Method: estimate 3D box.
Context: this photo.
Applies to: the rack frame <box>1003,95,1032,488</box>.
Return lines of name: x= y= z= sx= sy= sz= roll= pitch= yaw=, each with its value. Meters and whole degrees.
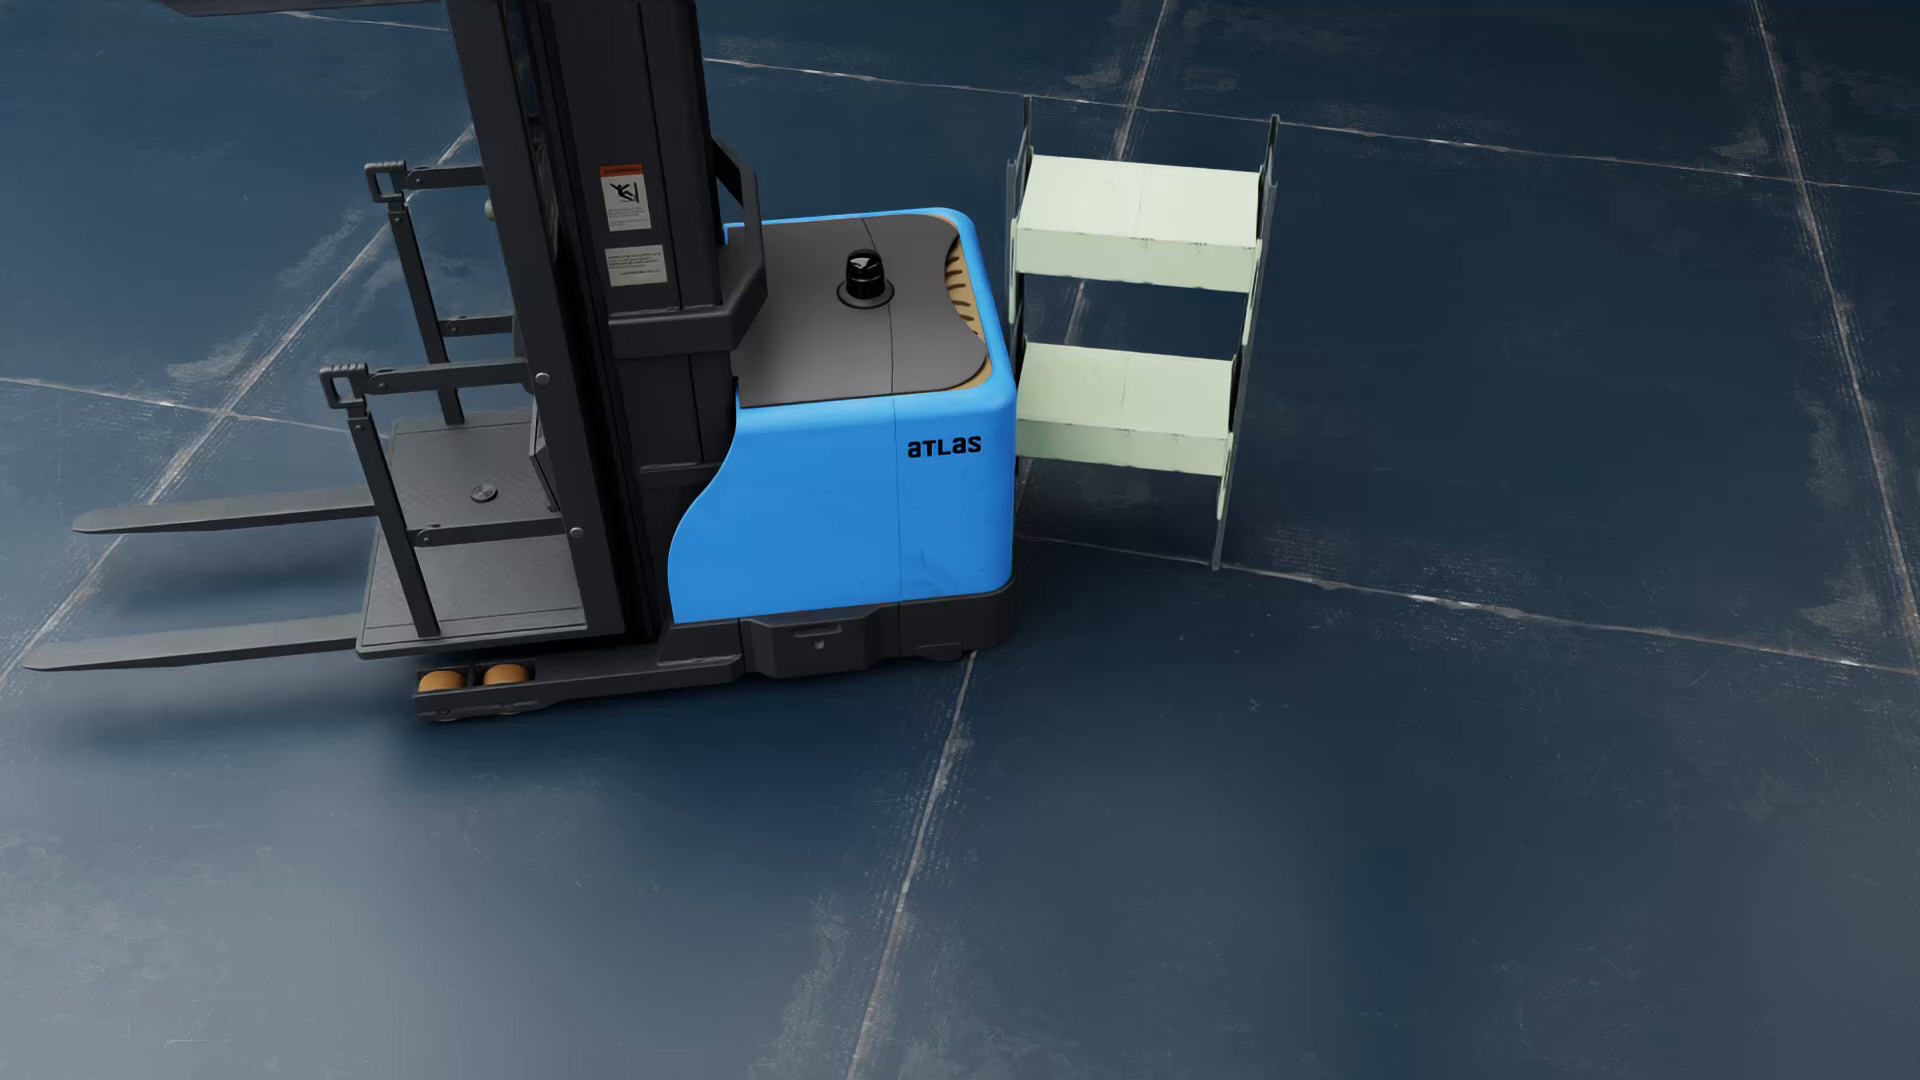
rack frame: x=0.173 y=-0.652 z=5.346 sx=0.023 sy=1.500 sz=0.400 roll=6 pitch=44 yaw=6

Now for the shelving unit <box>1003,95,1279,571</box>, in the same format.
shelving unit: x=0.535 y=-0.613 z=5.306 sx=0.755 sy=1.500 sz=0.431 roll=6 pitch=44 yaw=6

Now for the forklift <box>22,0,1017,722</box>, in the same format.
forklift: x=-1.384 y=-0.885 z=4.556 sx=3.031 sy=2.935 sz=1.130 roll=-6 pitch=44 yaw=-6

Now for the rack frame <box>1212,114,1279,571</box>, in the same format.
rack frame: x=0.897 y=-0.574 z=5.265 sx=0.023 sy=1.500 sz=0.400 roll=6 pitch=44 yaw=6

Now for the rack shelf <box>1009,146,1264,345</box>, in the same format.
rack shelf: x=0.535 y=-0.894 z=5.035 sx=0.720 sy=0.370 sz=0.431 roll=6 pitch=44 yaw=6

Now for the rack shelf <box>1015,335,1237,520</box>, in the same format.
rack shelf: x=0.535 y=-0.378 z=5.532 sx=0.720 sy=0.370 sz=0.431 roll=6 pitch=44 yaw=6
